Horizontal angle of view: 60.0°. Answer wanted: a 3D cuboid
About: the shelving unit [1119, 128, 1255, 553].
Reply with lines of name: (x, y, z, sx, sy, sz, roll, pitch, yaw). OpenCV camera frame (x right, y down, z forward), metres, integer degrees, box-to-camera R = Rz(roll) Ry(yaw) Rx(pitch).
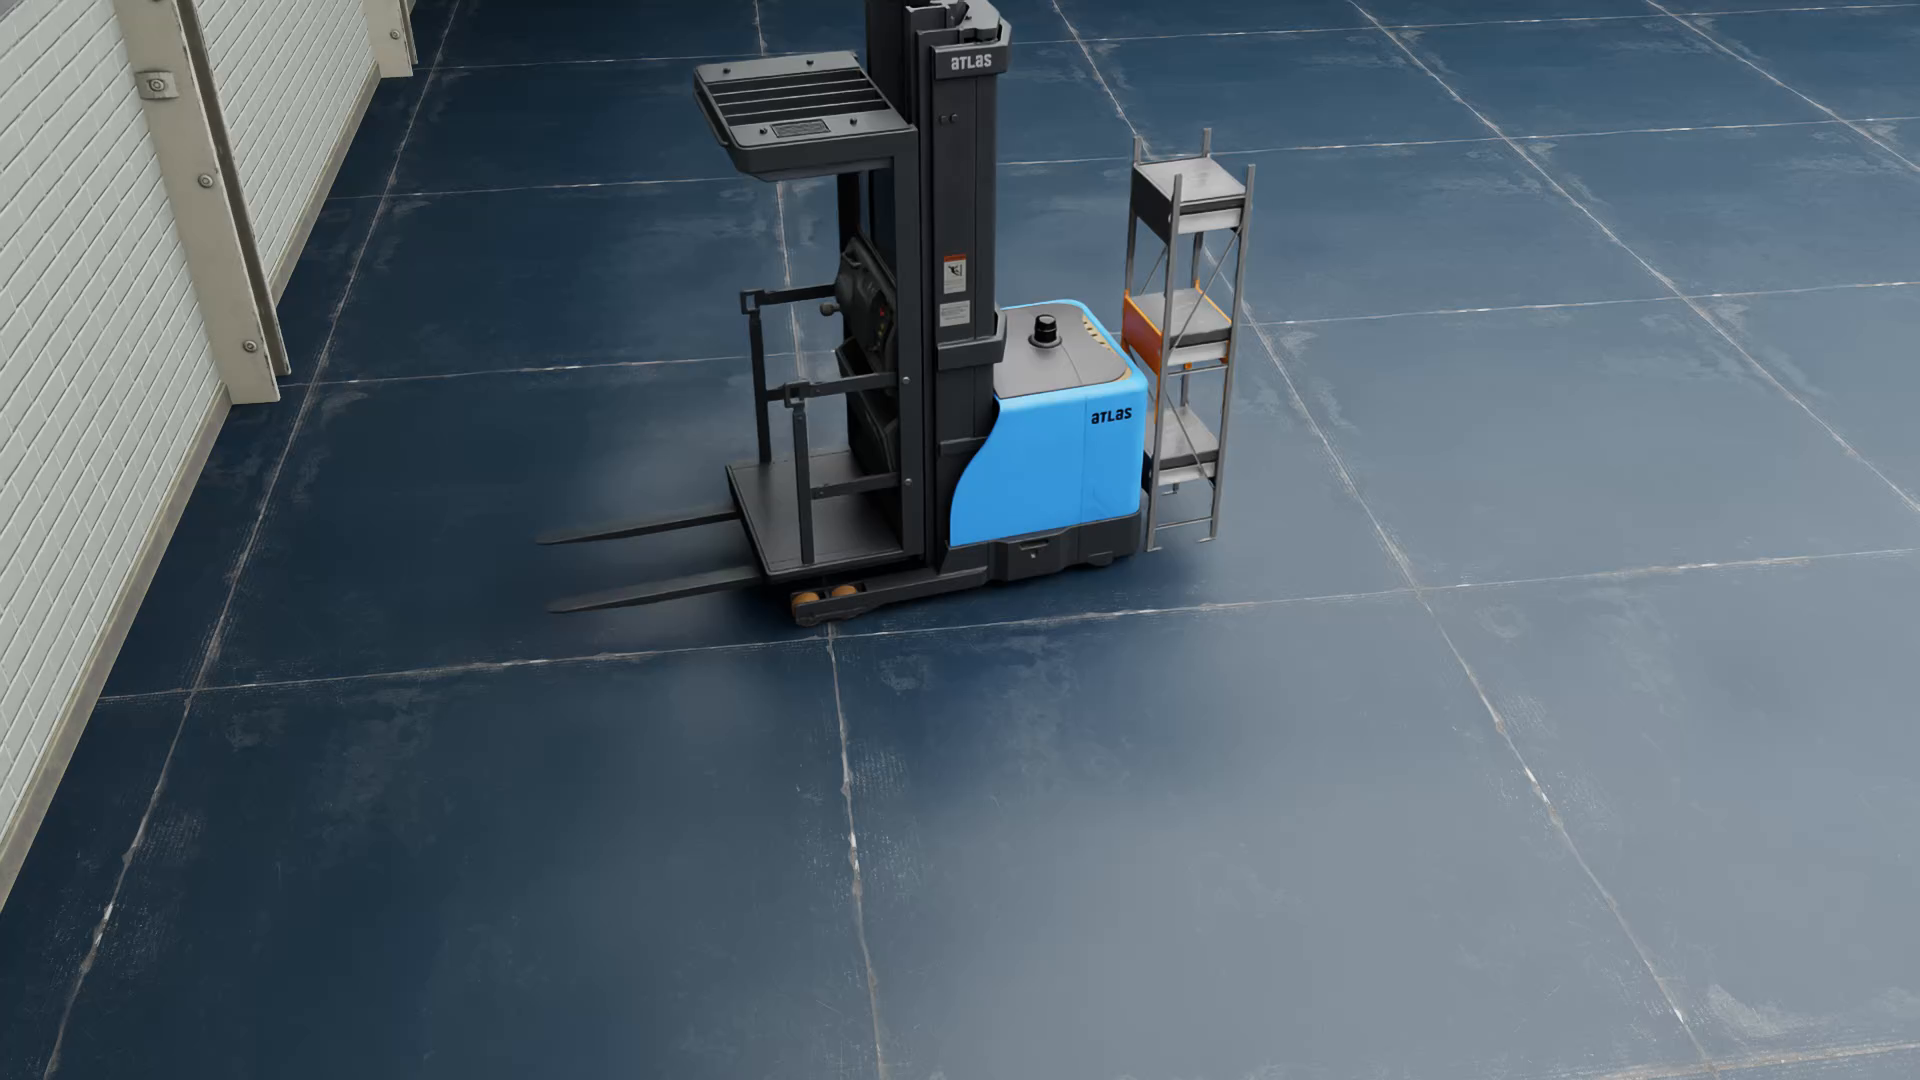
shelving unit: (1.102, -0.970, 8.437, 0.431, 2.100, 0.503, -10, 36, -14)

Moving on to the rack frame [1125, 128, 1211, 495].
rack frame: (1.029, -1.101, 8.629, 0.400, 2.100, 0.015, -10, 36, -14)

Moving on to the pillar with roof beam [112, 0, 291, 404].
pillar with roof beam: (-0.059, -4.987, 8.206, 9.100, 9.000, 0.400, -4, 35, -6)

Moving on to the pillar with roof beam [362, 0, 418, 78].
pillar with roof beam: (-0.866, -8.335, 13.119, 9.100, 9.000, 0.400, -4, 35, -6)

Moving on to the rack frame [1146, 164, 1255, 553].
rack frame: (1.175, -0.839, 8.245, 0.400, 2.100, 0.015, -10, 36, -14)

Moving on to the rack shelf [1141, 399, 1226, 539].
rack shelf: (1.102, -0.380, 8.839, 0.431, 0.518, 0.480, -10, 36, -14)

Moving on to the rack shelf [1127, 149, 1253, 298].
rack shelf: (1.102, -1.537, 8.051, 0.431, 0.518, 0.480, -10, 36, -14)

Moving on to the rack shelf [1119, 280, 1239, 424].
rack shelf: (1.102, -0.959, 8.445, 0.431, 0.518, 0.480, -10, 36, -14)

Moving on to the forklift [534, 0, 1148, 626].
forklift: (-0.635, -1.118, 7.916, 3.031, 2.935, 1.130, -10, 36, -14)
